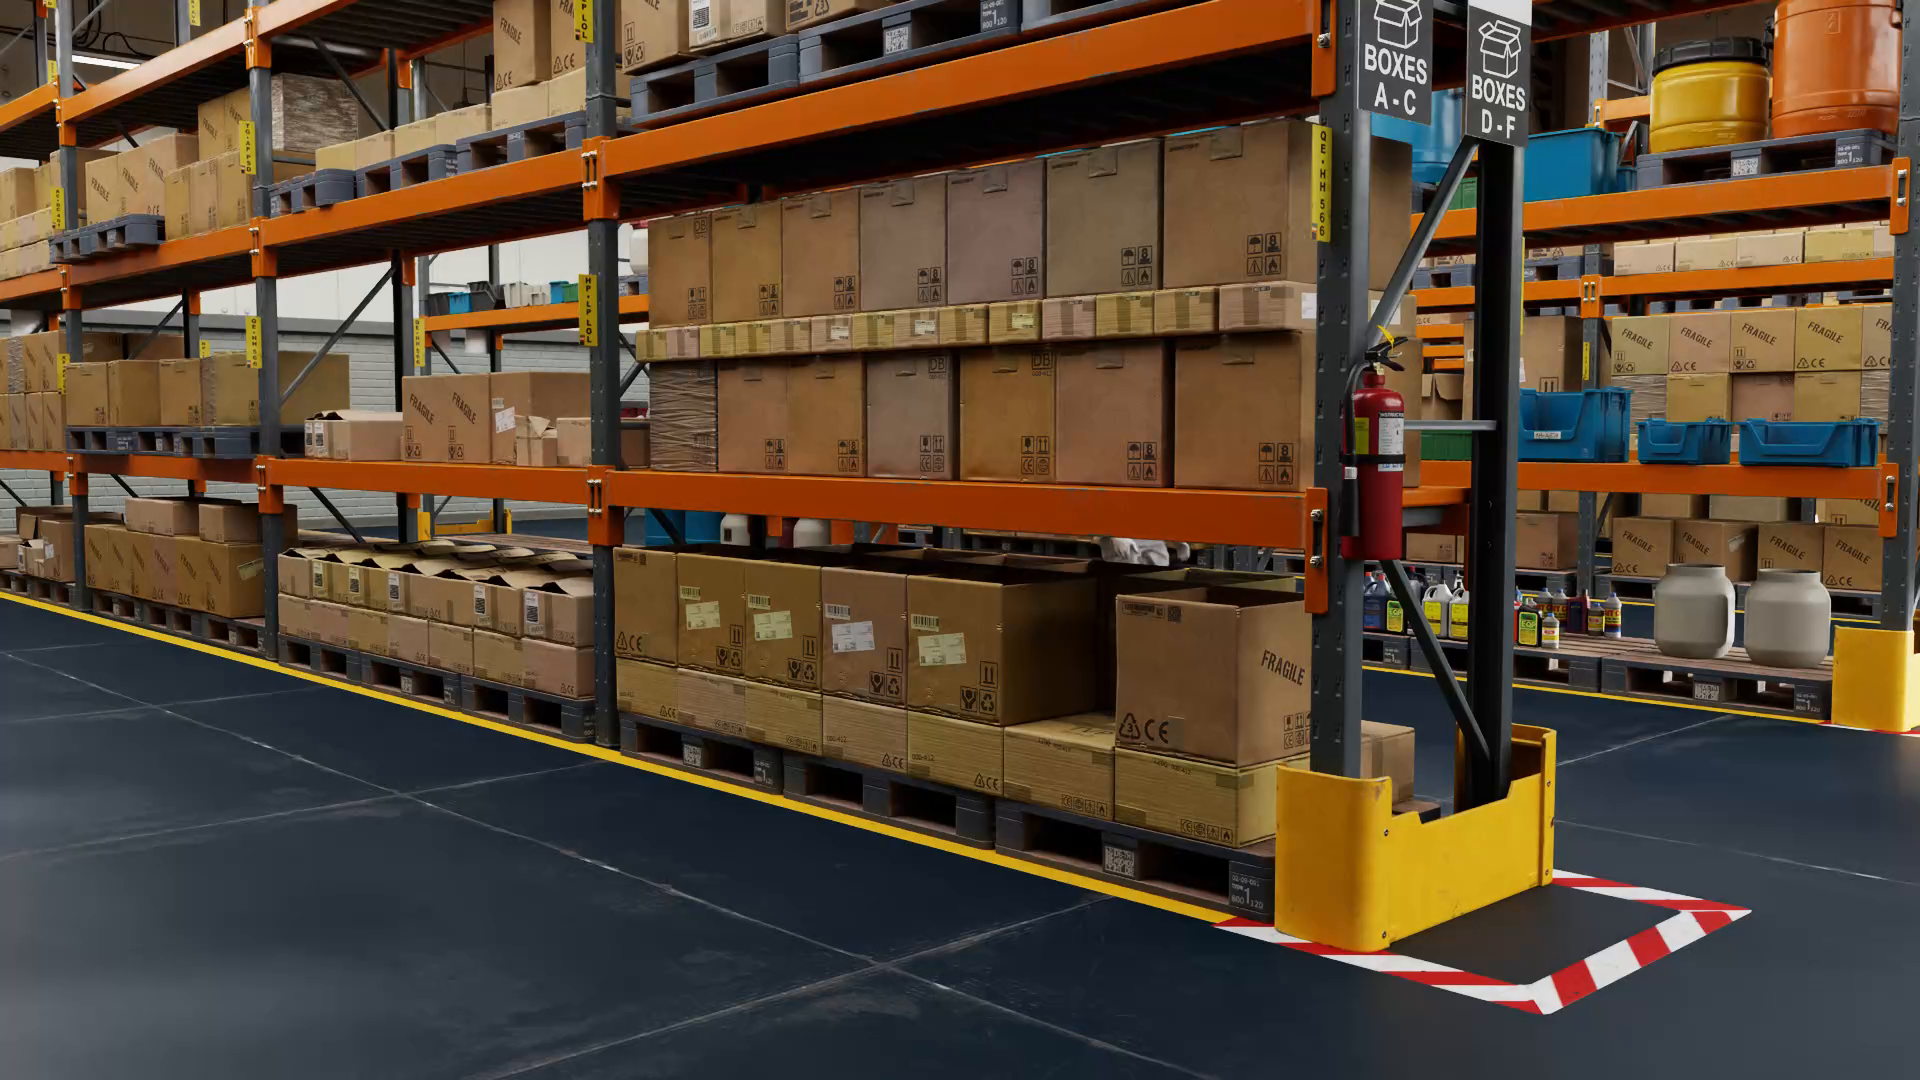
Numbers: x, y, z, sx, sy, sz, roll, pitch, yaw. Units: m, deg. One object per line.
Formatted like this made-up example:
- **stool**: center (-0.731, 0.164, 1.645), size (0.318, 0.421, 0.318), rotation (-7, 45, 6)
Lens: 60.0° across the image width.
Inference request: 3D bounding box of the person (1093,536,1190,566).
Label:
- **person**: center (1.007, 0.004, 9.351), size (0.569, 1.741, 0.442), rotation (-4, 5, -42)
